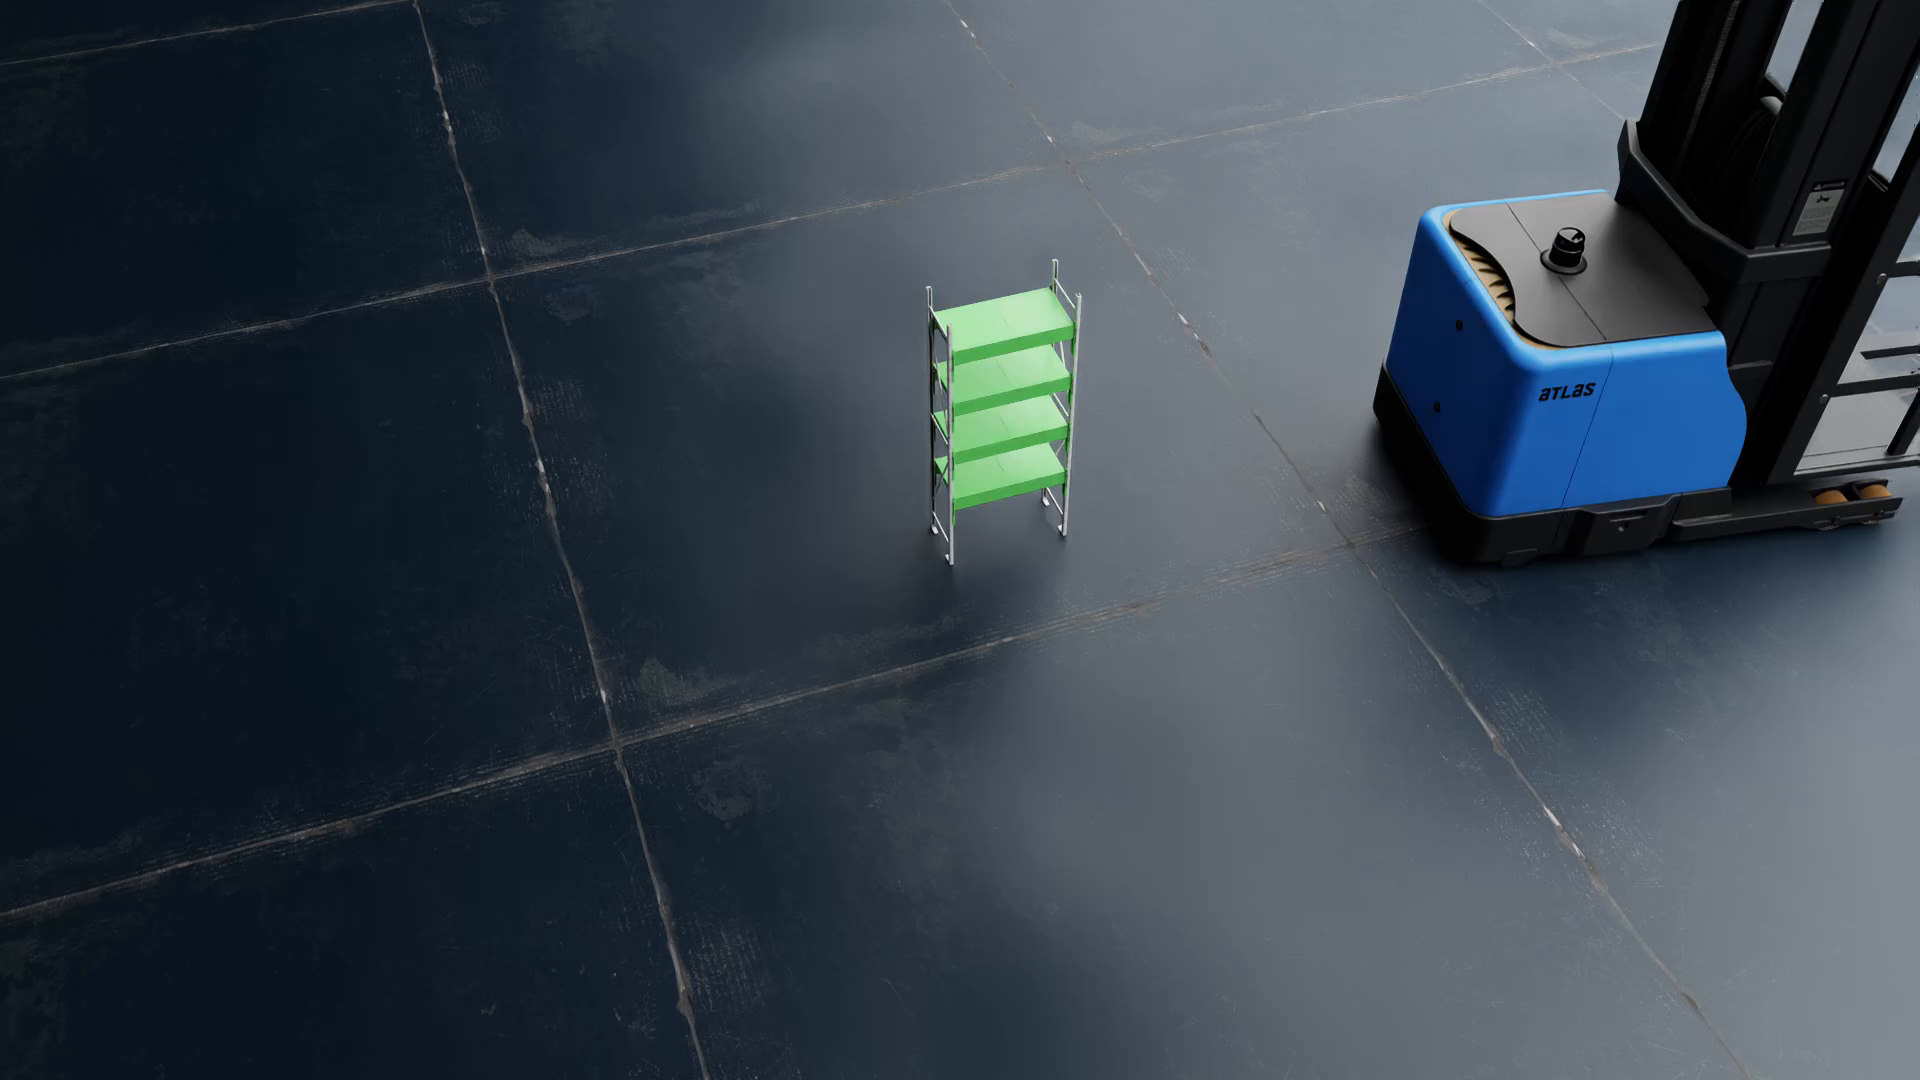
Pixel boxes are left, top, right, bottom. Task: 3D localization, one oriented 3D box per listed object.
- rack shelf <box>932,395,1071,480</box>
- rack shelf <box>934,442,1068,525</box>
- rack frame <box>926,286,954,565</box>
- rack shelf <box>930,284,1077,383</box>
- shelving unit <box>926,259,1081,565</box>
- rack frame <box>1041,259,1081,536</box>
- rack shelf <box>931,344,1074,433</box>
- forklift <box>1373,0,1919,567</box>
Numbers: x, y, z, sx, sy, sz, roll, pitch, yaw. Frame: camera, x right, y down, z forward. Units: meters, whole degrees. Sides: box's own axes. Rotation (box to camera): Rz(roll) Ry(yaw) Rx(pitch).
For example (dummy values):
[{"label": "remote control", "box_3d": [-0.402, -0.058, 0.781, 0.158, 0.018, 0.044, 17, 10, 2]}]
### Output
[{"label": "rack shelf", "box_3d": [0.156, -0.418, 6.410, 0.480, 0.148, 0.258, -14, 47, -14]}, {"label": "rack shelf", "box_3d": [0.156, -0.249, 6.580, 0.480, 0.148, 0.258, -14, 47, -14]}, {"label": "rack frame", "box_3d": [-0.074, -0.405, 6.306, 0.015, 1.200, 0.240, -14, 47, -14]}, {"label": "rack shelf", "box_3d": [0.156, -0.757, 6.070, 0.480, 0.148, 0.258, -14, 47, -14]}, {"label": "shelving unit", "box_3d": [0.156, -0.463, 6.365, 0.503, 1.200, 0.258, -14, 47, -14]}, {"label": "rack frame", "box_3d": [0.385, -0.522, 6.423, 0.015, 1.200, 0.240, -14, 47, -14]}, {"label": "rack shelf", "box_3d": [0.156, -0.588, 6.240, 0.480, 0.148, 0.258, -14, 47, -14]}, {"label": "forklift", "box_3d": [3.358, -1.437, 6.113, 3.031, 2.935, 1.130, -7, 46, -7]}]
